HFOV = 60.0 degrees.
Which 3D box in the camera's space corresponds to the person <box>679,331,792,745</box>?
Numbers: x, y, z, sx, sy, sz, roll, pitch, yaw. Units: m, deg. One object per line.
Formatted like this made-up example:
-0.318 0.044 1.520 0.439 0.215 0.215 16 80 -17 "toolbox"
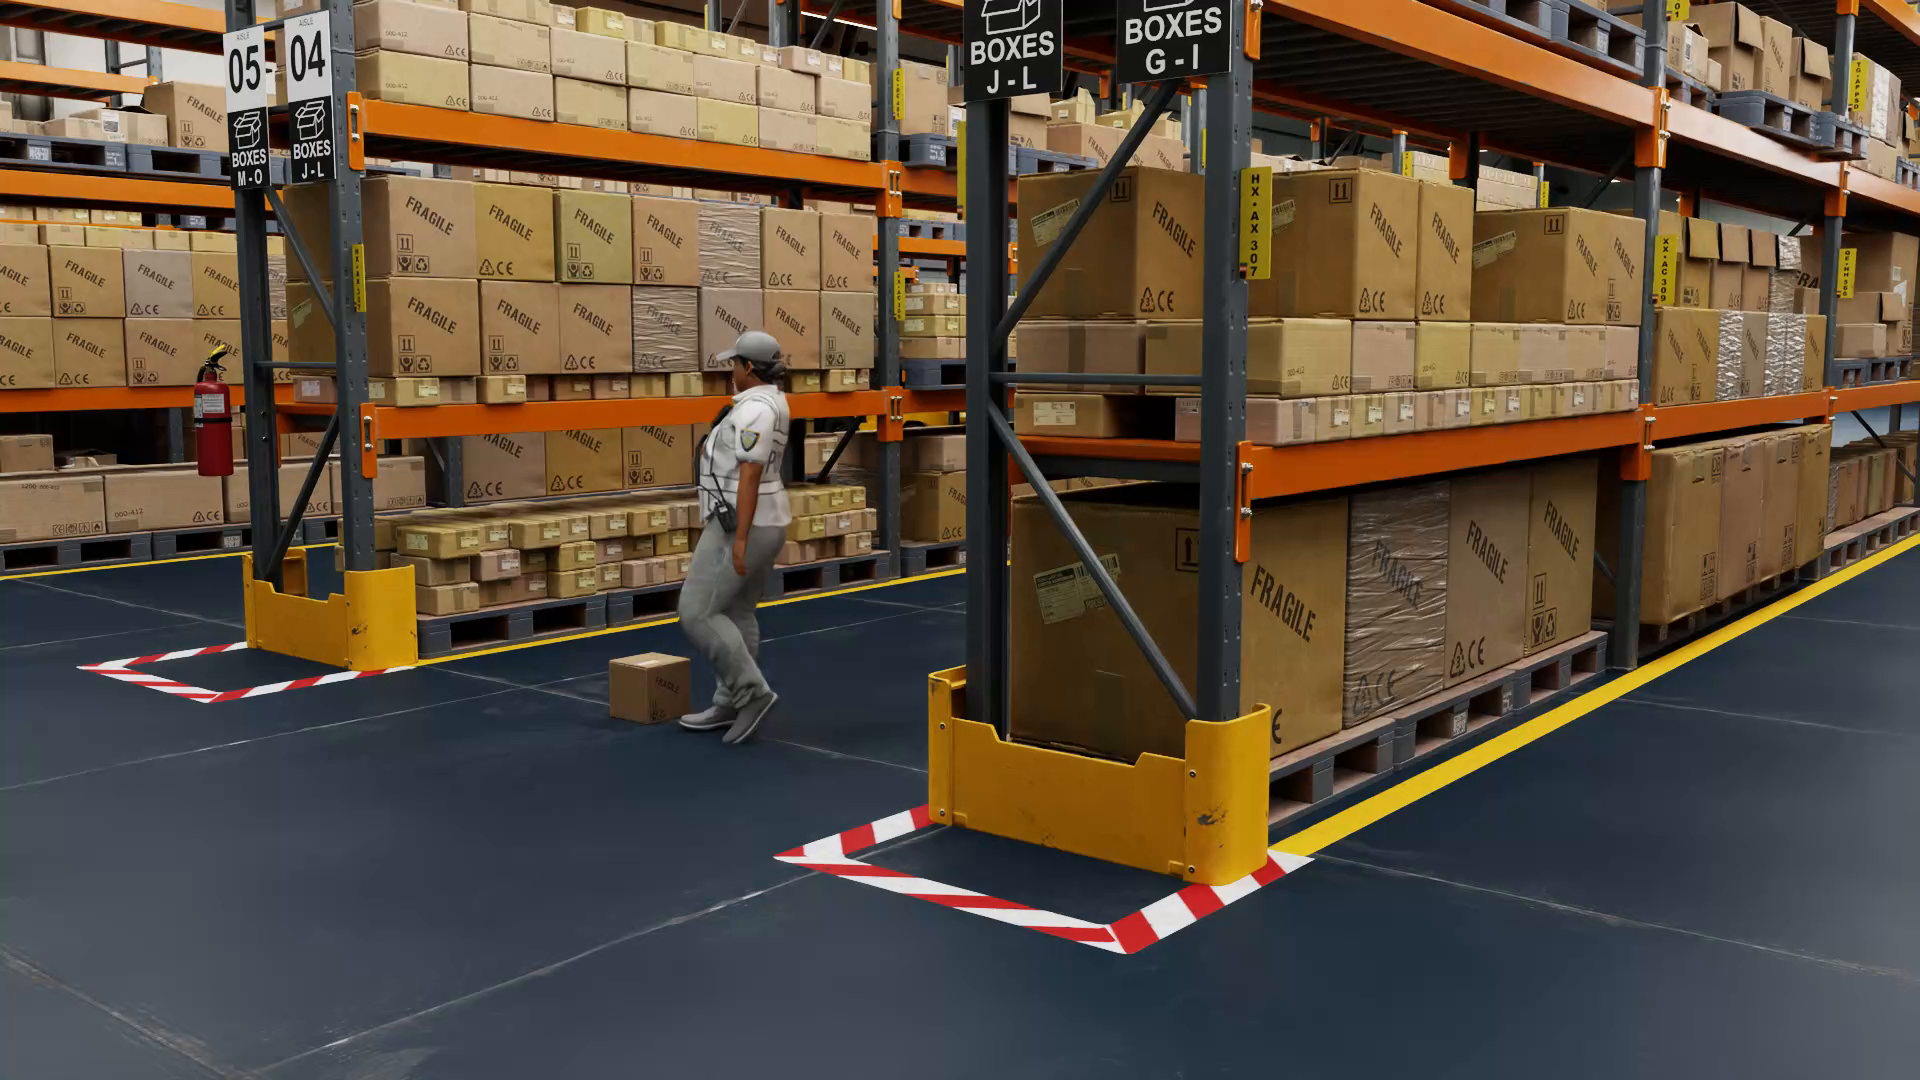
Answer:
-0.942 -0.011 6.885 0.489 1.697 0.512 0 7 4 "person"
